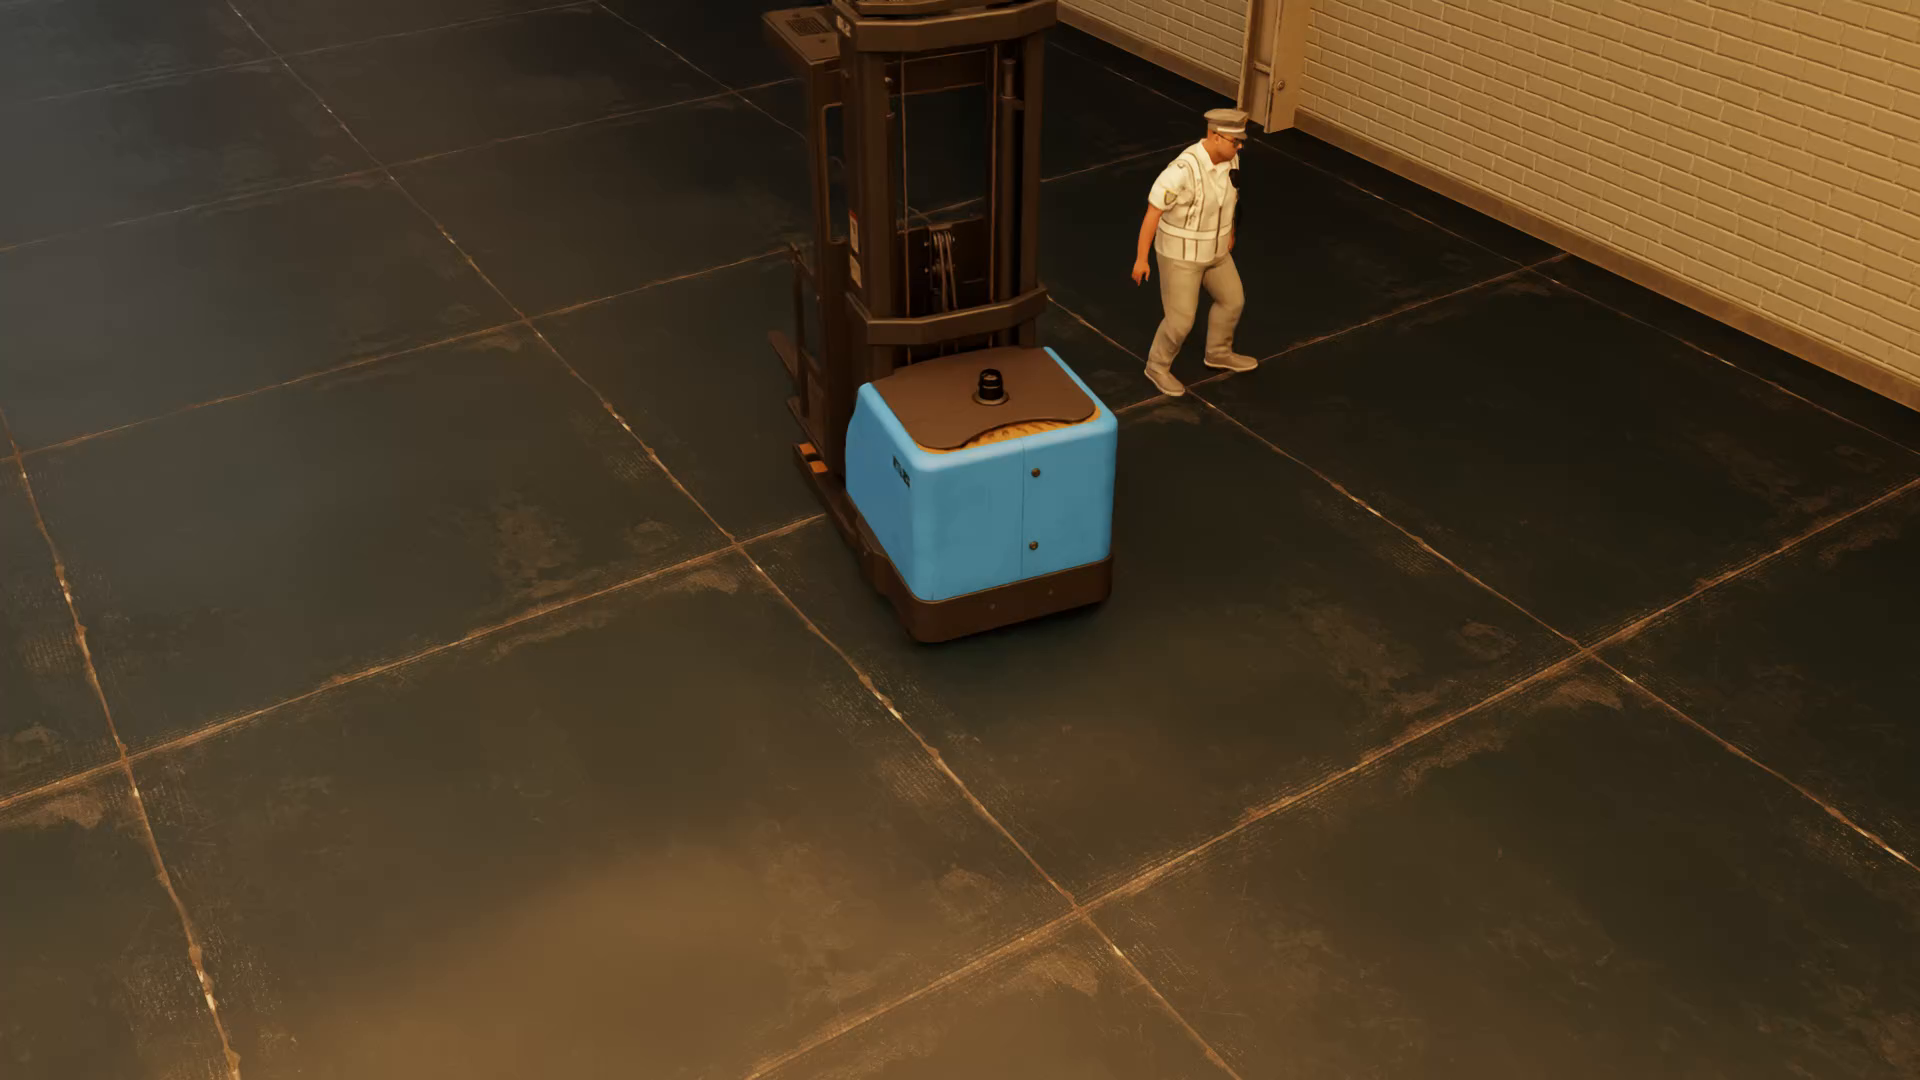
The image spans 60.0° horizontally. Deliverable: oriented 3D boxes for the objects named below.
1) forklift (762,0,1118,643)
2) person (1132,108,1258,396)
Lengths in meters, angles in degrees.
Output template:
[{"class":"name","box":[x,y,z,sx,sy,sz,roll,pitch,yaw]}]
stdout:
[{"class":"forklift","box":[-0.284,-1.552,8.356,1.130,2.935,3.031,-13,37,-18]},{"class":"person","box":[1.386,-1.670,9.595,0.871,1.715,0.422,-25,42,-31]}]
